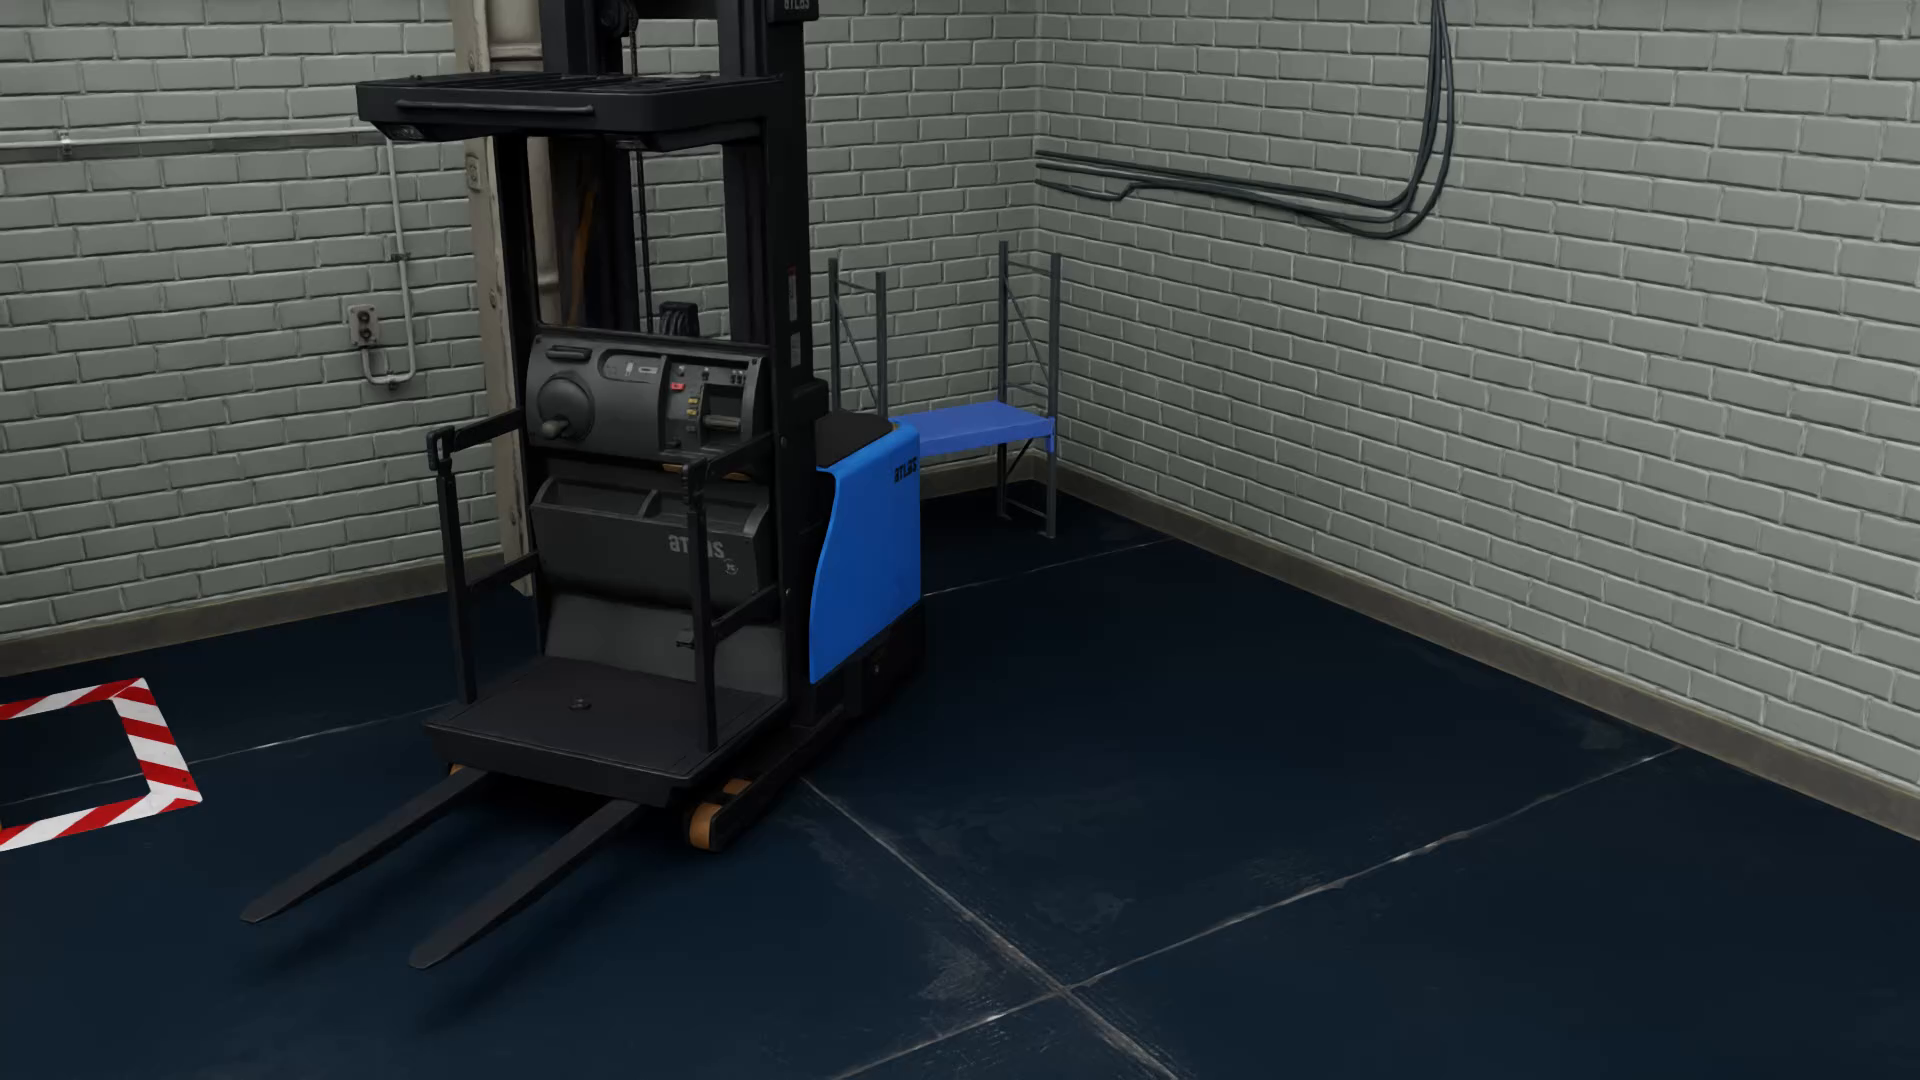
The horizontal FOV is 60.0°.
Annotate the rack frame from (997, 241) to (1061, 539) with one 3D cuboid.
[{"bbox_3d":[0.353,-0.785,8.725,0.032,1.500,0.500,-12,22,-31],"label":"rack frame"}]

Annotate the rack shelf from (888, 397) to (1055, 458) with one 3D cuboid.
[{"bbox_3d":[-0.071,-0.525,8.518,1.000,0.185,0.538,-12,22,-31],"label":"rack shelf"}]

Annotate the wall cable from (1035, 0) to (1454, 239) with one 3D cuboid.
[{"bbox_3d":[1.146,-2.791,7.799,0.112,2.526,3.097,-12,22,-31],"label":"wall cable"}]

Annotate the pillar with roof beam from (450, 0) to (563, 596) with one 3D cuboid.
[{"bbox_3d":[0.373,-2.917,3.323,0.400,9.000,9.100,-12,22,-31],"label":"pillar with roof beam"}]

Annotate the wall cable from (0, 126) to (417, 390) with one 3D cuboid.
[{"bbox_3d":[-3.225,-1.480,6.851,1.851,1.984,0.084,-12,22,-31],"label":"wall cable"}]

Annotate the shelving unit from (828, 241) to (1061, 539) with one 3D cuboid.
[{"bbox_3d":[-0.071,-0.695,8.460,1.048,1.500,0.538,-12,22,-31],"label":"shelving unit"}]

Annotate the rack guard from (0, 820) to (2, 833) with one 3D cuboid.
[{"bbox_3d":[-3.754,0.660,6.011,0.348,0.500,1.175,-12,22,-31],"label":"rack guard"}]

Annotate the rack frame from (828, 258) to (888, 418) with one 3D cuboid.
[{"bbox_3d":[-0.496,-0.606,8.195,0.032,1.500,0.500,-12,22,-31],"label":"rack frame"}]

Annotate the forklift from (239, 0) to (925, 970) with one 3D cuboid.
[{"bbox_3d":[-1.191,-0.487,5.610,1.130,2.935,3.031,8,20,22],"label":"forklift"}]
